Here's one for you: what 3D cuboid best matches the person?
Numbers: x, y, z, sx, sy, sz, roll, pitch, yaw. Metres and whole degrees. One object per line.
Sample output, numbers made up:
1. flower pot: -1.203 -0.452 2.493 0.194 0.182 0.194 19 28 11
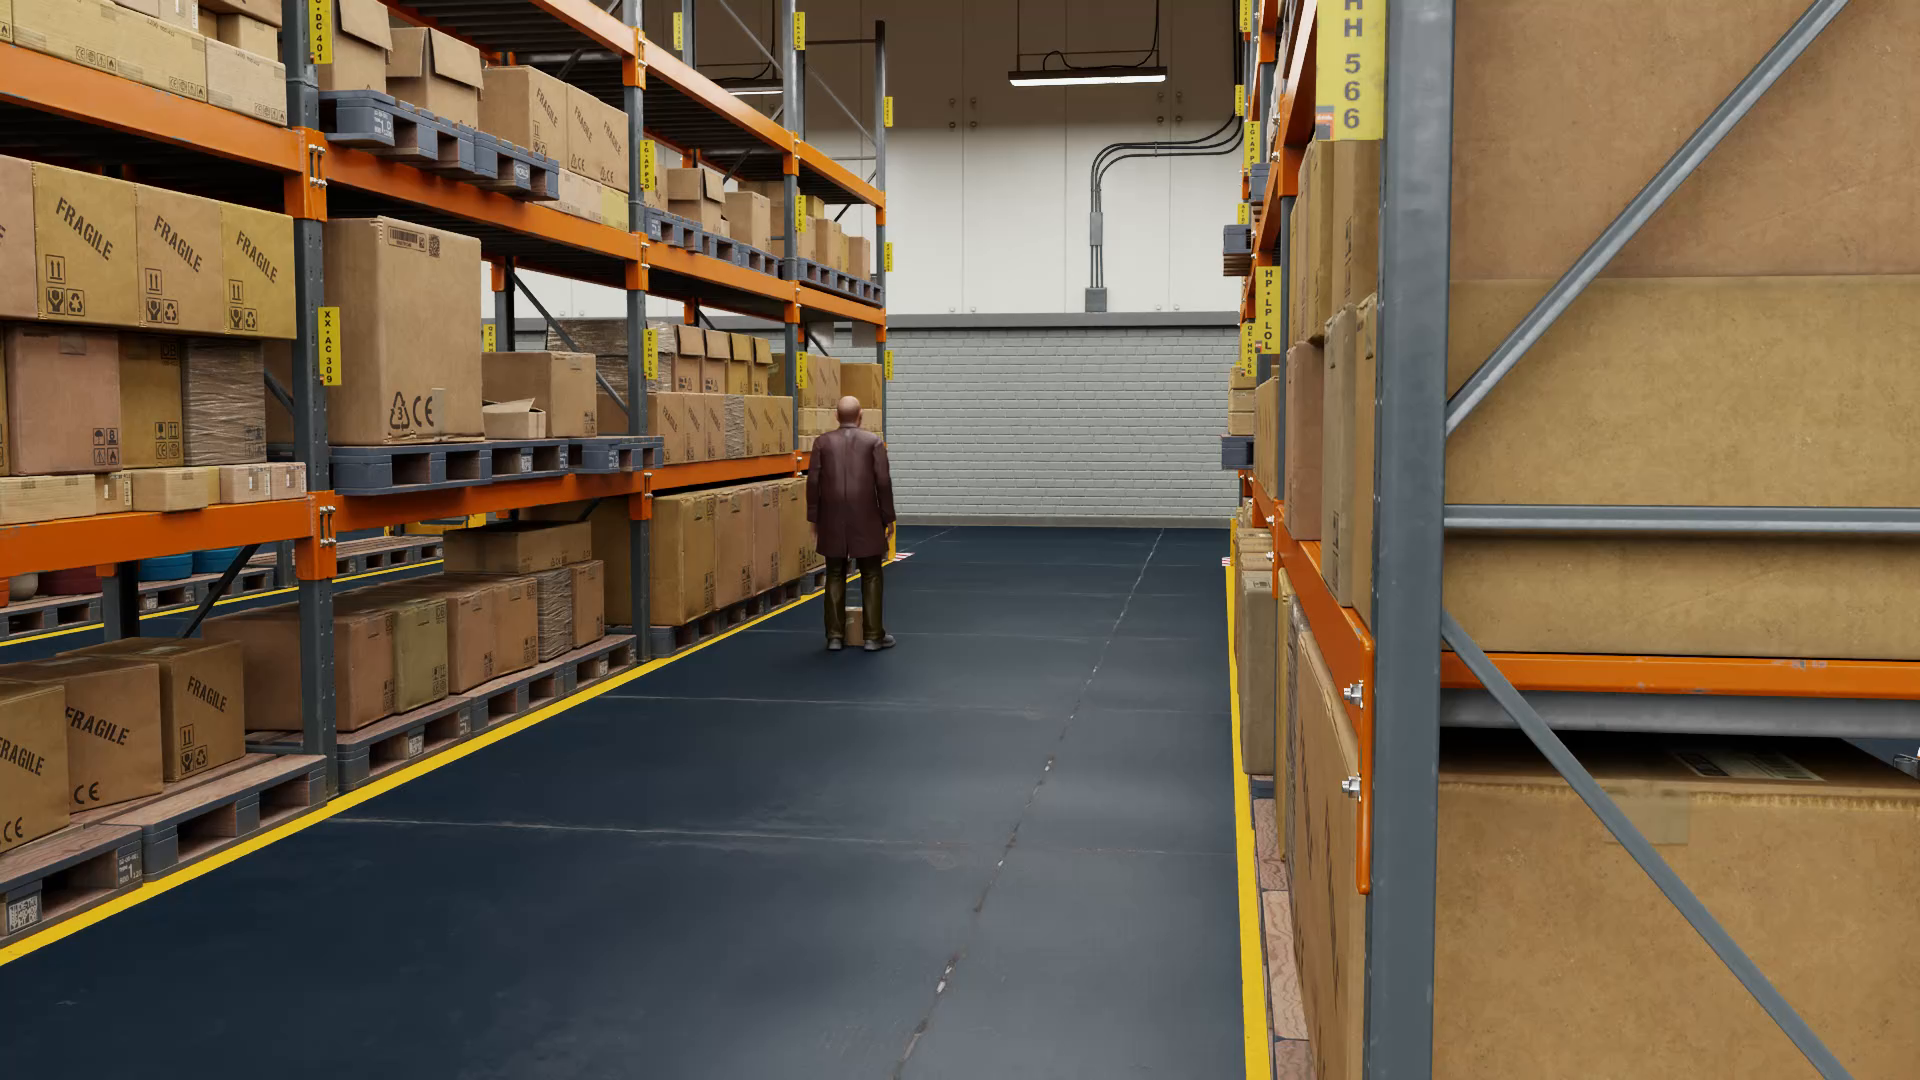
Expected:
1. person: -0.764 -0.122 11.679 0.642 1.774 0.422 1 4 9
